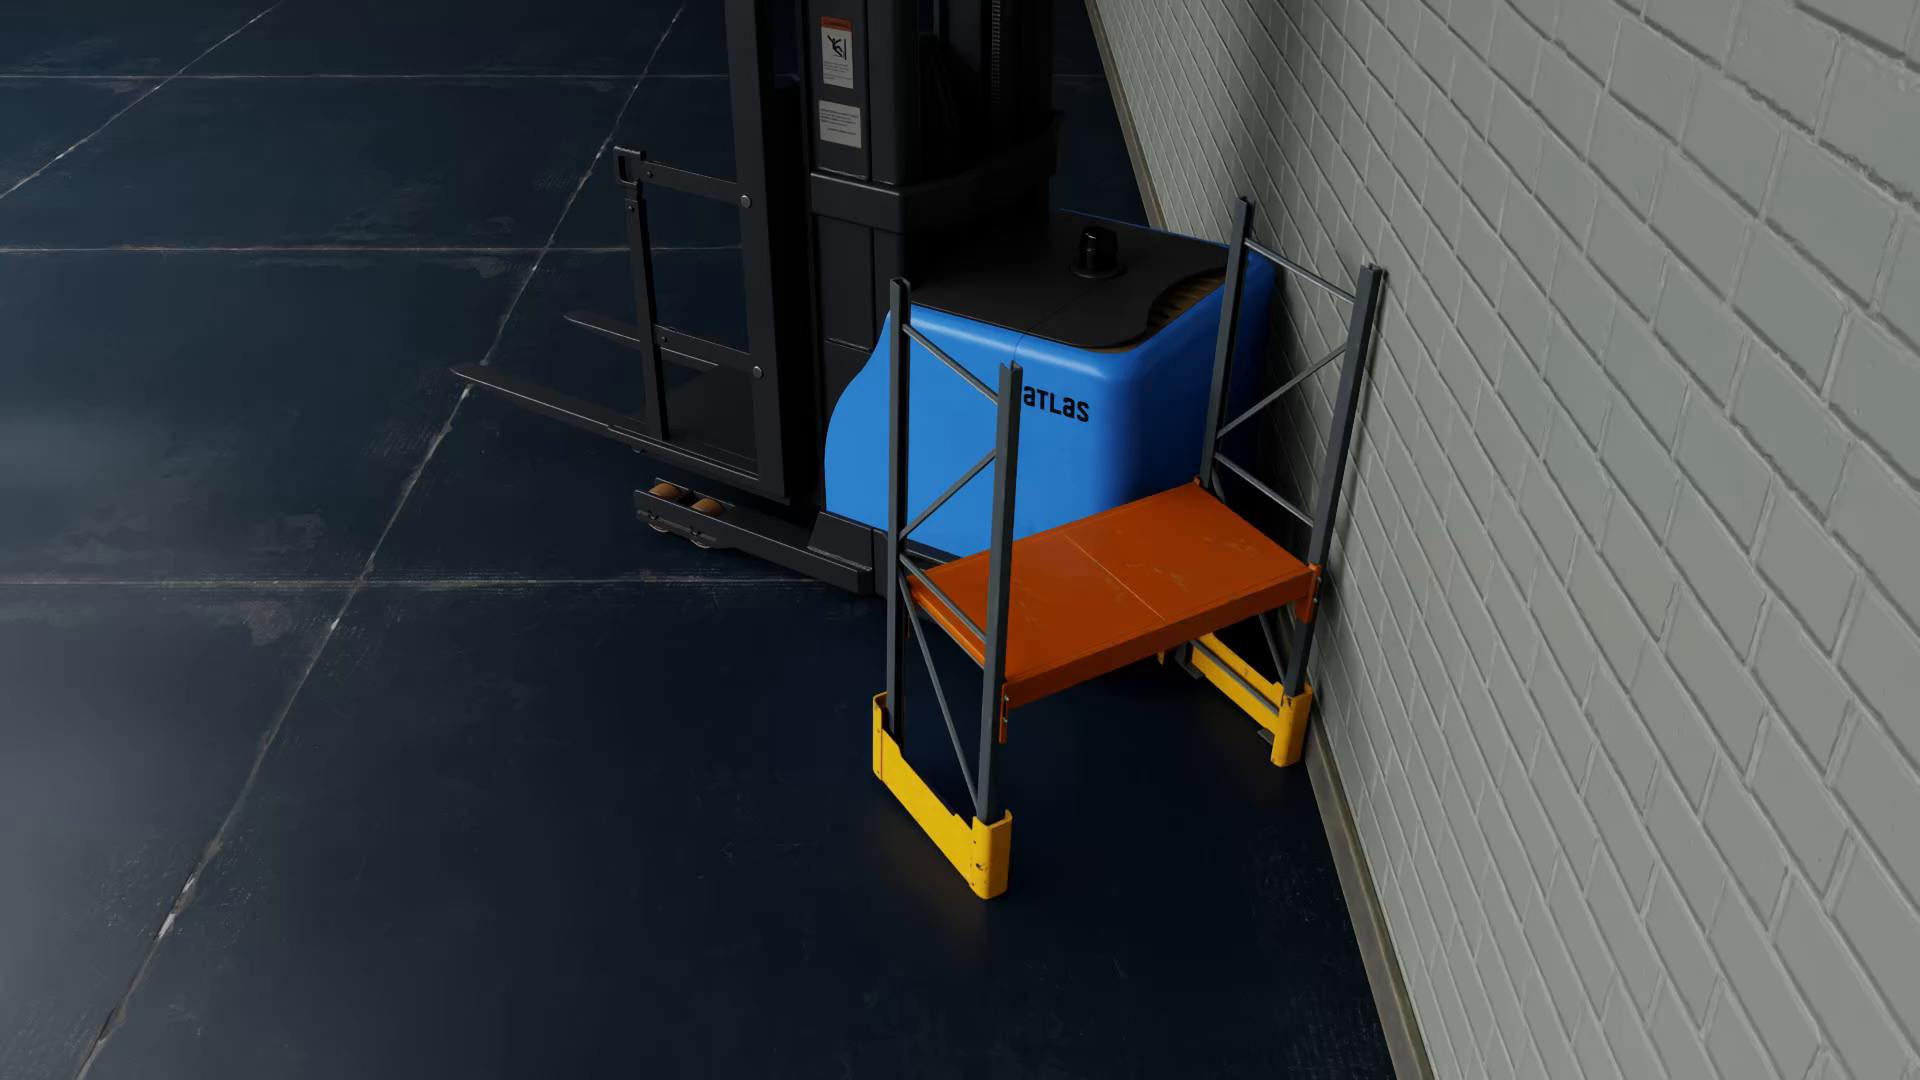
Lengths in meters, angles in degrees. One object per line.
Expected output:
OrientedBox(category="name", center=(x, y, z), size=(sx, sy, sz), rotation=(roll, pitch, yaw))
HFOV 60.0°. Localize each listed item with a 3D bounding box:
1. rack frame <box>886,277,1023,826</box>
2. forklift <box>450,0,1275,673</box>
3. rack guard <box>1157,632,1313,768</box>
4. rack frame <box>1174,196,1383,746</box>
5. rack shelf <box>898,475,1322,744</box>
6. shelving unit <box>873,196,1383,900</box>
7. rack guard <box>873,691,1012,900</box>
OrientedBox(category="rack frame", center=(-0.038, 0.146, 4.032), size=(0.032, 1.500, 0.500), rotation=(-18, 39, -27))
OrientedBox(category="forklift", center=(-0.522, -1.432, 5.285), size=(3.031, 2.935, 1.130), rotation=(19, 36, 28))
OrientedBox(category="rack guard", center=(0.788, 0.388, 4.835), size=(0.087, 0.250, 0.587), rotation=(-18, 39, -27))
OrientedBox(category="rack frame", center=(0.825, -0.134, 4.493), size=(0.032, 1.500, 0.500), rotation=(-18, 39, -27))
OrientedBox(category="rack shelf", center=(0.388, 0.154, 4.363), size=(1.000, 0.185, 0.538), rotation=(-18, 39, -27))
OrientedBox(category="shelving unit", center=(0.386, 0.008, 4.258), size=(1.083, 1.500, 0.587), rotation=(-18, 39, -27))
OrientedBox(category="rack guard", center=(-0.056, 0.662, 4.384), size=(0.087, 0.250, 0.587), rotation=(-18, 39, -27))
